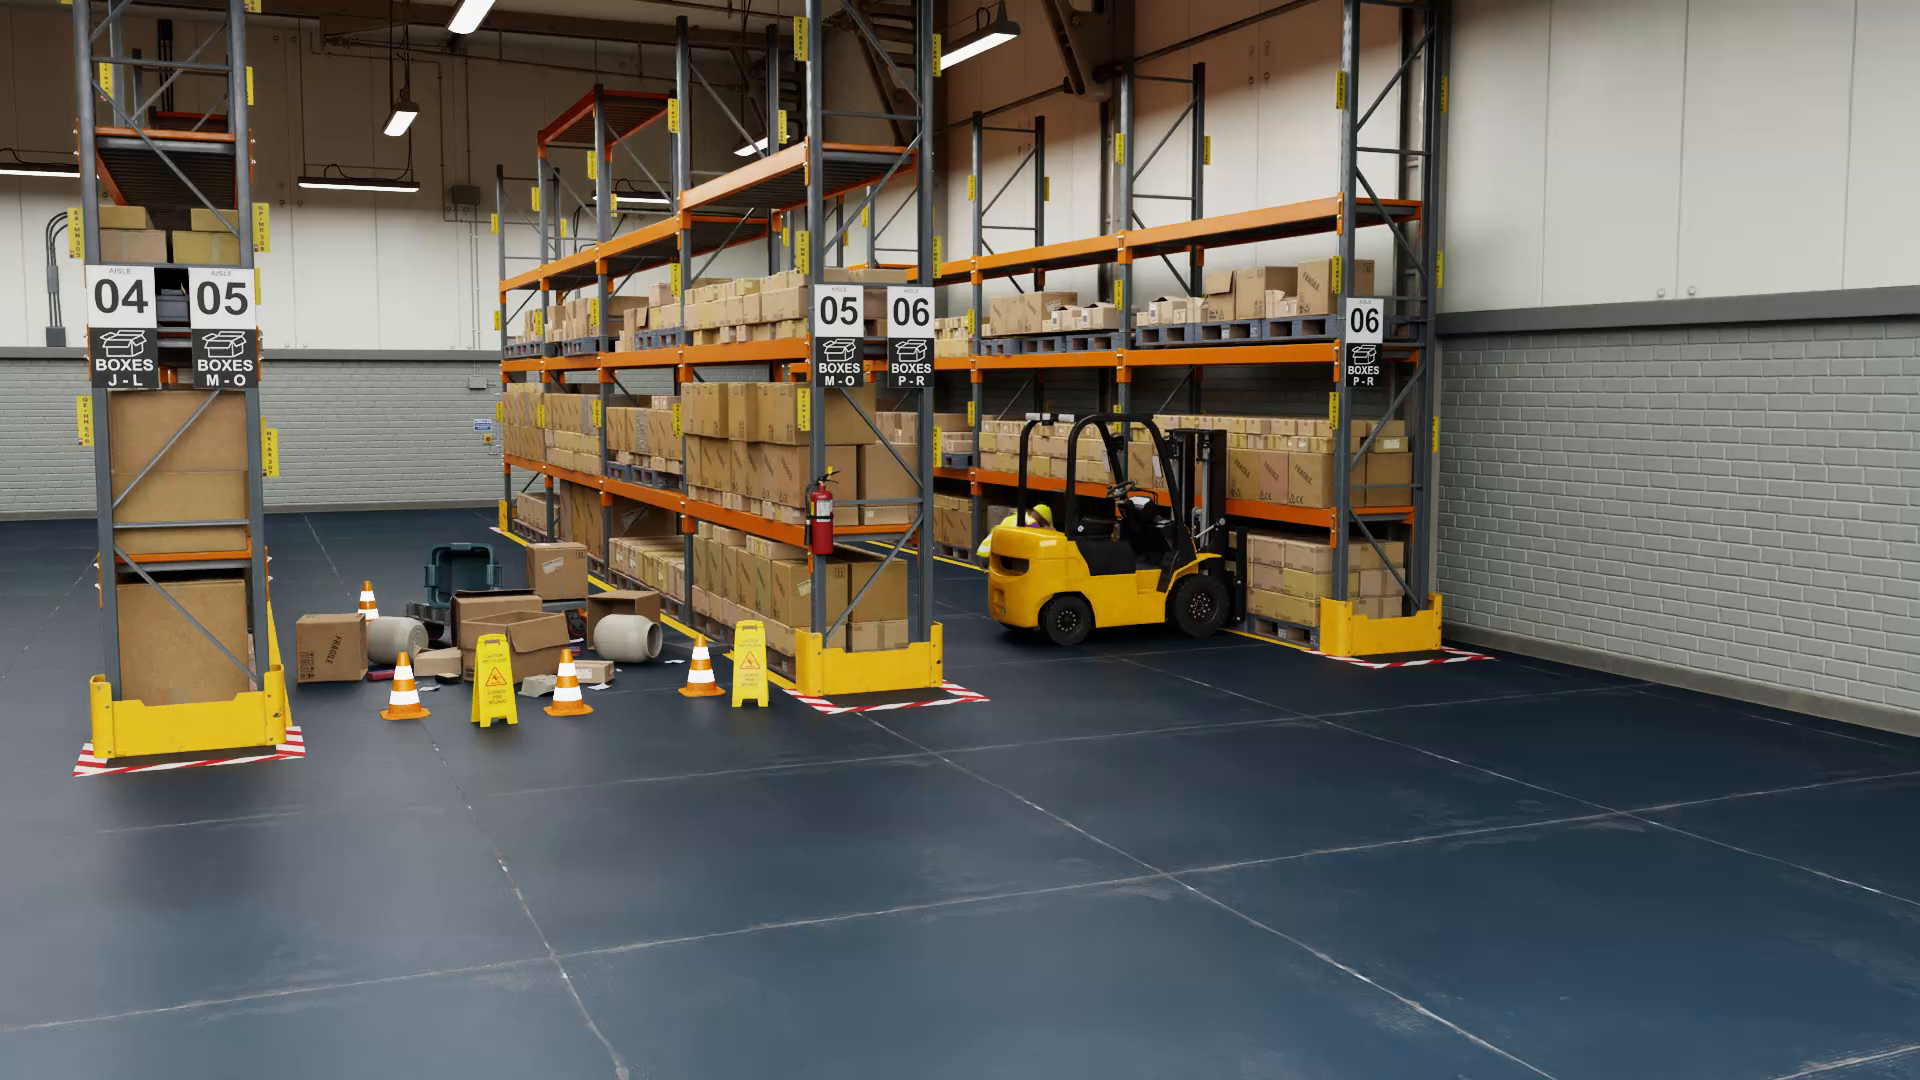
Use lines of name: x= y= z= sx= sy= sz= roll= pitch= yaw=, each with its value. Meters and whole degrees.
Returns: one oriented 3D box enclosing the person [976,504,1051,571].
person: x=0.586 y=0.209 z=17.634 sx=0.856 sy=1.167 sz=0.615 roll=-2 pitch=6 yaw=-24
